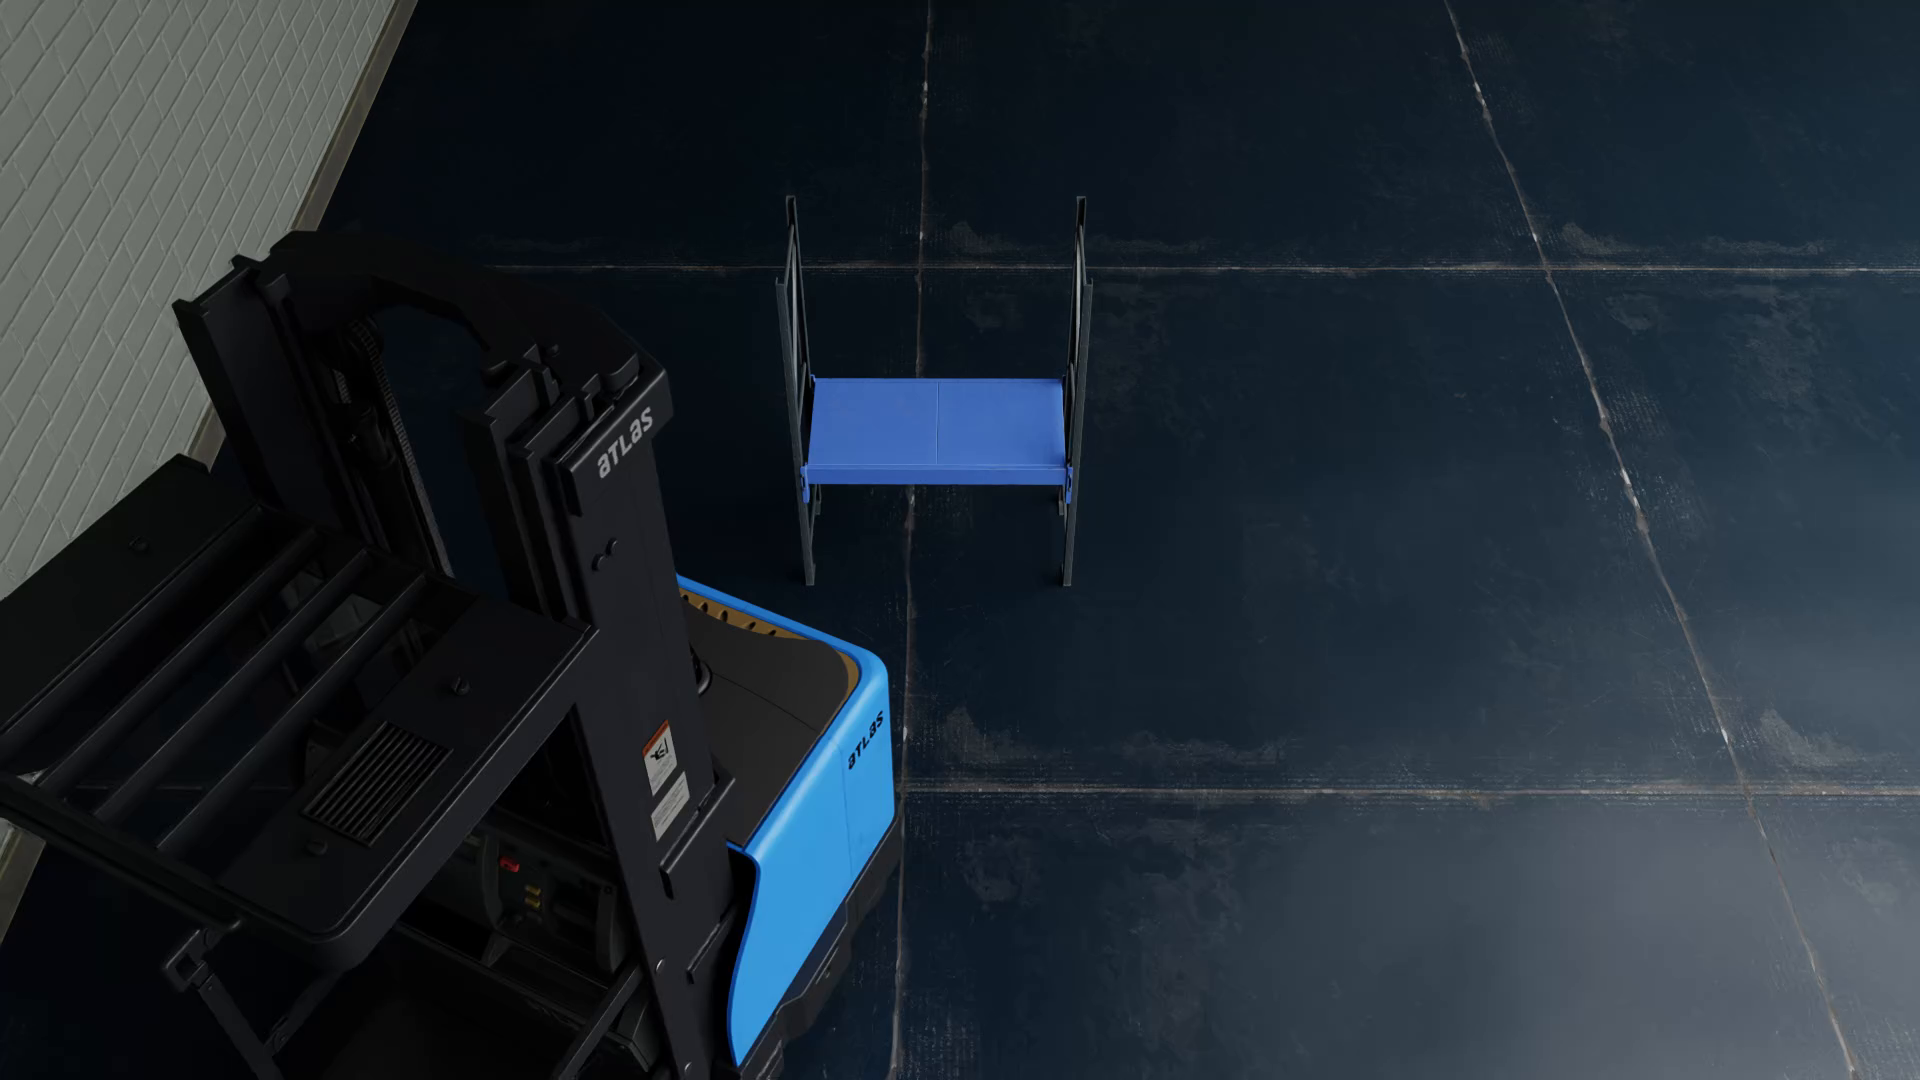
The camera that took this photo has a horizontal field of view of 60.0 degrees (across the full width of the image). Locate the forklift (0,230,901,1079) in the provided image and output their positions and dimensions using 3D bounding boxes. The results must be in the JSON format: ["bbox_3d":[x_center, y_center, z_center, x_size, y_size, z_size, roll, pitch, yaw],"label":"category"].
[{"bbox_3d":[-1.313,0.892,3.917,1.130,2.935,3.031,20,50,18],"label":"forklift"}]

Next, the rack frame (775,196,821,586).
[{"bbox_3d":[-0.594,-0.513,6.203,0.032,1.500,0.500,0,47,0],"label":"rack frame"}]

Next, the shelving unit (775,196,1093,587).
[{"bbox_3d":[-0.085,-0.511,6.201,1.048,1.500,0.538,0,47,0],"label":"shelving unit"}]

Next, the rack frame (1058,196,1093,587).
[{"bbox_3d":[0.423,-0.510,6.200,0.032,1.500,0.500,0,47,0],"label":"rack frame"}]

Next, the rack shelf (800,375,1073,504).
[{"bbox_3d":[-0.085,-0.389,6.333,1.000,0.185,0.538,0,47,0],"label":"rack shelf"}]
